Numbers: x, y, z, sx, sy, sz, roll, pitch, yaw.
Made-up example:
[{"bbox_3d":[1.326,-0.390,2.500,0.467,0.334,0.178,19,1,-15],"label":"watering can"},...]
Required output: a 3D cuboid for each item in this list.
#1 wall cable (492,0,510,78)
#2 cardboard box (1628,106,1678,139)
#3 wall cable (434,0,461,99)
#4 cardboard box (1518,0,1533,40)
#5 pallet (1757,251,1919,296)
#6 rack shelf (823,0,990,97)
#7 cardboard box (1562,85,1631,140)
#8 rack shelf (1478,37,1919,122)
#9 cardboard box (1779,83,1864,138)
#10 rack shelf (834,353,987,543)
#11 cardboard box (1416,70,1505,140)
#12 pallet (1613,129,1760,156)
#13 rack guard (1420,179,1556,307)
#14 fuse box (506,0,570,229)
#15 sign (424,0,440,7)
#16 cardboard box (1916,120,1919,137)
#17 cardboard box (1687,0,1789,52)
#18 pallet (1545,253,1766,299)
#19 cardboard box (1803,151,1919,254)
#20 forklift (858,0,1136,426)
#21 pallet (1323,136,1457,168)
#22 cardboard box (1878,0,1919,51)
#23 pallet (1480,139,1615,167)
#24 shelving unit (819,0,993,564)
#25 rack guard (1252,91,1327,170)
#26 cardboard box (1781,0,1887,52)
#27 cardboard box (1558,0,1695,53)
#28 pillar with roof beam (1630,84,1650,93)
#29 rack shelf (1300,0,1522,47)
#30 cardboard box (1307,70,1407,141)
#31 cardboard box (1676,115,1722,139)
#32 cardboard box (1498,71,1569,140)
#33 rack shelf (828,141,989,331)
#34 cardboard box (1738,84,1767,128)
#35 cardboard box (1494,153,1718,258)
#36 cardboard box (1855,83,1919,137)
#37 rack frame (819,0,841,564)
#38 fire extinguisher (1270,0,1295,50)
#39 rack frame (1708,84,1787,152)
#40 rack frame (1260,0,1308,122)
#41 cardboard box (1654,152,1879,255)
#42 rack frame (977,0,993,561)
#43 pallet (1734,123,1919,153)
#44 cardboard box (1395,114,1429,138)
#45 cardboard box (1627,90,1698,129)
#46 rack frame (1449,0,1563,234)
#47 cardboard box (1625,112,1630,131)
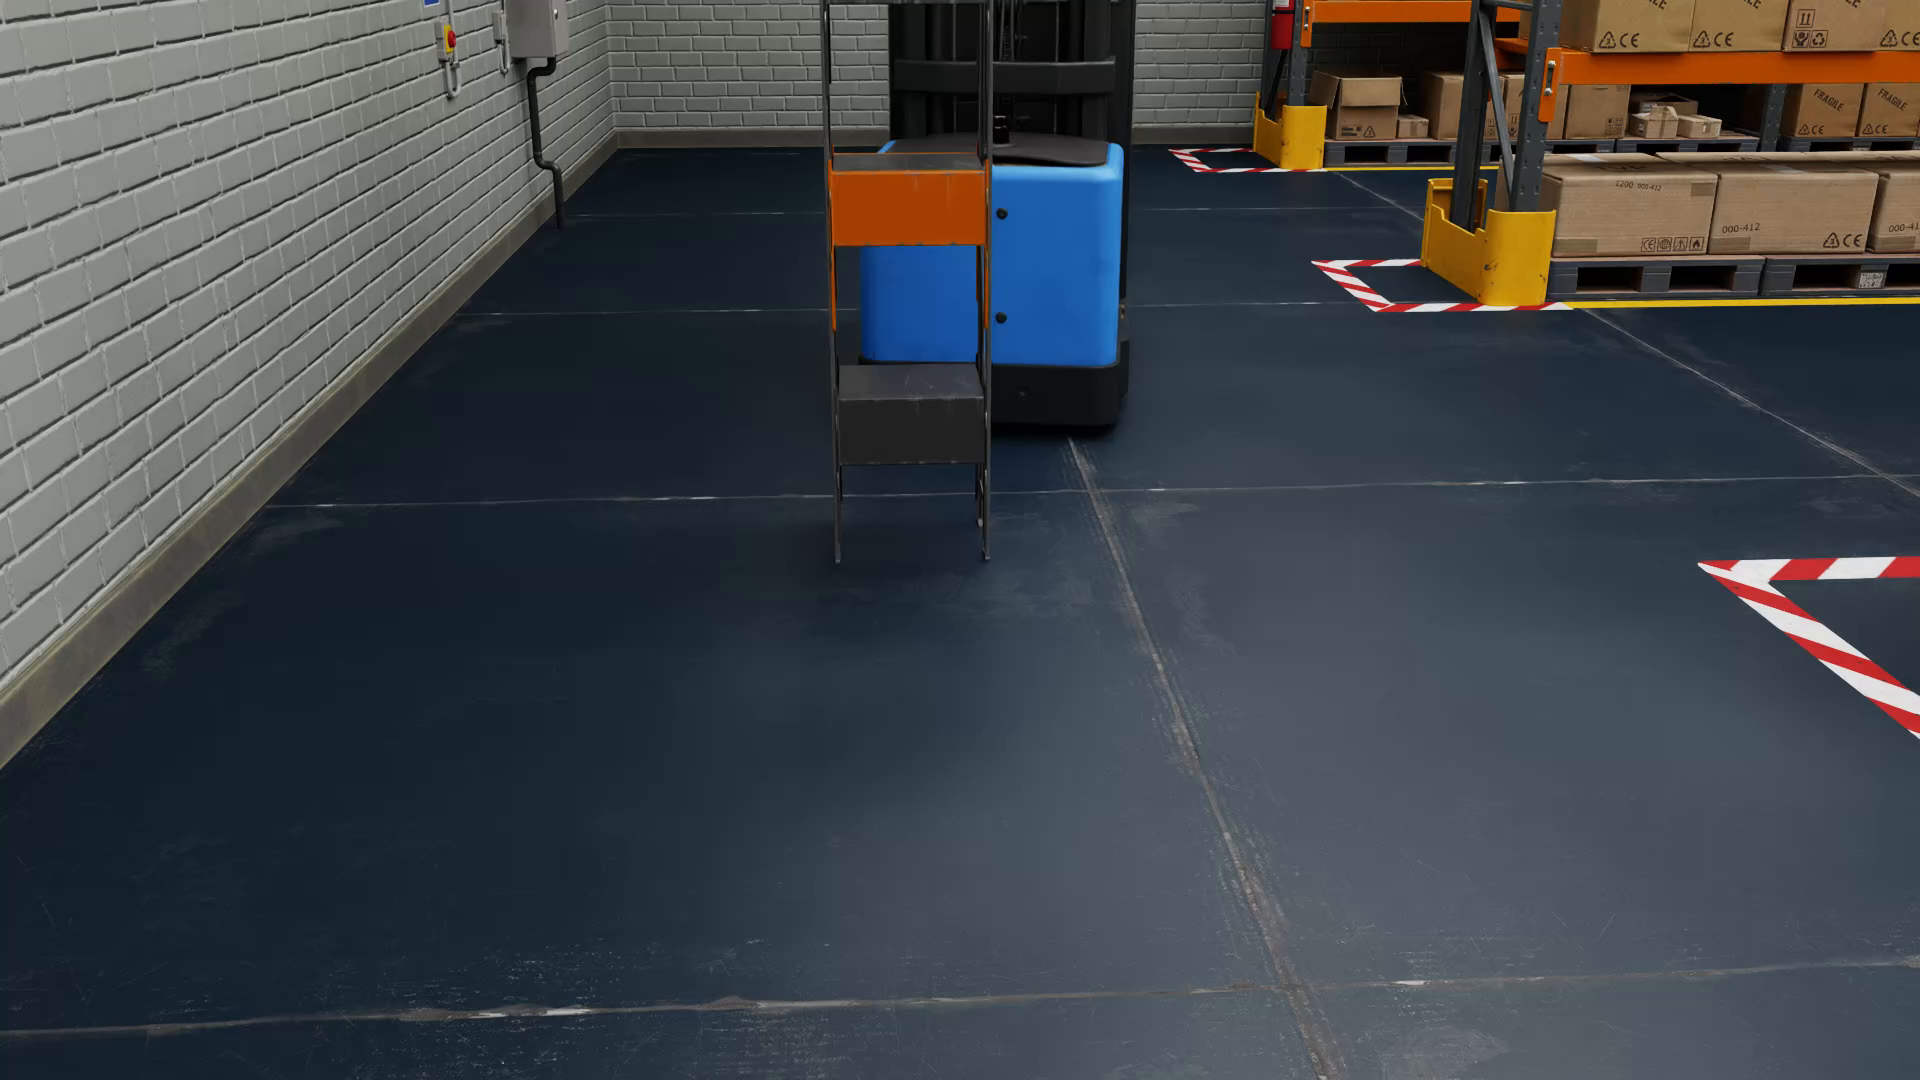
[{"bbox_3d":[-2.746,-3.718,9.742,0.122,1.984,0.588,-1,21,-3],"label":"wall cable"},{"bbox_3d":[5.786,-3.502,13.856,0.258,0.266,0.396,0,21,-1],"label":"cardboard box"},{"bbox_3d":[-2.653,-3.229,8.414,0.123,1.953,0.585,-1,21,-3],"label":"wall cable"},{"bbox_3d":[3.442,-3.013,9.177,0.500,0.500,0.500,-1,21,-3],"label":"cardboard box"},{"bbox_3d":[4.984,-1.627,9.597,1.213,0.211,1.003,-1,21,-3],"label":"pallet"},{"bbox_3d":[-0.165,-1.619,4.994,0.480,0.518,0.431,-1,21,-3],"label":"rack shelf"},{"bbox_3d":[5.196,-3.657,13.933,0.500,0.500,0.700,-2,21,-5],"label":"cardboard box"},{"bbox_3d":[4.972,-2.566,9.157,4.000,0.370,1.077,-1,21,-3],"label":"rack shelf"},{"bbox_3d":[7.177,-3.664,13.953,0.500,0.500,0.500,0,21,-1],"label":"cardboard box"},{"bbox_3d":[-0.165,-0.311,5.492,0.480,0.518,0.431,-1,21,-3],"label":"rack shelf"},{"bbox_3d":[4.160,-3.636,13.877,0.500,0.500,0.700,0,21,-1],"label":"cardboard box"},{"bbox_3d":[5.996,-3.390,14.227,1.213,0.211,1.003,-1,21,-3],"label":"pallet"},{"bbox_3d":[2.951,-1.693,9.366,0.348,0.500,1.175,-1,21,-3],"label":"rack guard"},{"bbox_3d":[-2.627,-2.886,10.797,0.414,1.711,0.539,-1,21,-3],"label":"fuse box"},{"bbox_3d":[-2.711,-2.847,8.504,0.001,0.218,0.327,-1,21,-3],"label":"sign"},{"bbox_3d":[8.207,-3.687,14.013,0.500,0.500,0.500,-2,21,-5],"label":"cardboard box"},{"bbox_3d":[3.974,-2.837,8.715,0.500,0.500,0.500,-1,21,-4],"label":"cardboard box"},{"bbox_3d":[3.769,-1.603,9.534,1.213,0.211,1.003,-1,21,-3],"label":"pallet"},{"bbox_3d":[5.442,-1.949,9.535,0.875,0.438,0.875,-2,21,-5],"label":"cardboard box"},{"bbox_3d":[0.253,-2.307,7.562,1.130,2.935,3.031,2,21,5],"label":"forklift"},{"bbox_3d":[3.560,-3.340,14.097,1.213,0.211,1.003,-1,21,-3],"label":"pallet"},{"bbox_3d":[4.982,-2.857,8.768,0.500,0.500,0.500,0,21,-1],"label":"cardboard box"},{"bbox_3d":[4.775,-3.364,14.160,1.213,0.211,1.003,-1,21,-3],"label":"pallet"},{"bbox_3d":[-0.165,-0.978,5.239,0.503,2.100,0.431,-1,21,-3],"label":"shelving unit"},{"bbox_3d":[2.764,-3.459,14.002,0.348,0.500,1.175,-1,21,-3],"label":"rack guard"},{"bbox_3d":[4.483,-2.841,8.726,0.500,0.500,0.500,-1,21,-3],"label":"cardboard box"},{"bbox_3d":[3.471,-2.817,8.662,0.500,0.500,0.500,-1,21,-3],"label":"cardboard box"},{"bbox_3d":[6.181,-6.287,9.487,0.400,9.000,9.100,-1,21,-3],"label":"pillar with roof beam"},{"bbox_3d":[4.685,-4.330,13.788,4.000,0.370,1.077,-1,21,-3],"label":"rack shelf"},{"bbox_3d":[3.304,-3.634,13.867,0.637,0.503,0.797,-2,21,-5],"label":"cardboard box"},{"bbox_3d":[6.142,-3.455,13.896,0.250,0.149,0.380,-2,21,-5],"label":"cardboard box"},{"bbox_3d":[4.693,-3.611,13.812,0.500,0.500,0.500,-1,21,-2],"label":"cardboard box"},{"bbox_3d":[-0.165,-0.965,5.243,0.480,0.518,0.431,-1,21,-3],"label":"rack shelf"},{"bbox_3d":[7.155,-3.850,14.439,0.500,0.500,0.500,-1,21,-3],"label":"cardboard box"},{"bbox_3d":[3.628,-1.910,9.432,0.875,0.438,0.875,-2,21,-5],"label":"cardboard box"},{"bbox_3d":[7.708,-3.679,13.991,0.500,0.500,0.500,-1,21,-4],"label":"cardboard box"},{"bbox_3d":[-0.409,-0.973,5.226,0.015,2.100,0.400,-1,21,-3],"label":"rack frame"},{"bbox_3d":[2.568,-4.248,13.195,0.183,0.674,0.296,-1,21,-3],"label":"fire extinguisher"},{"bbox_3d":[6.682,-4.706,13.767,0.127,3.000,1.000,-1,21,-3],"label":"rack frame"},{"bbox_3d":[2.688,-4.625,13.554,0.127,3.000,1.000,-1,21,-3],"label":"rack frame"},{"bbox_3d":[4.542,-1.931,9.489,0.875,0.438,0.875,-1,21,-2],"label":"cardboard box"},{"bbox_3d":[0.078,-0.983,5.252,0.015,2.100,0.400,-1,21,-3],"label":"rack frame"},{"bbox_3d":[7.492,-3.433,14.342,1.213,0.211,1.003,-1,21,-3],"label":"pallet"},{"bbox_3d":[3.731,-3.463,13.917,0.250,0.149,0.380,-2,21,-5],"label":"cardboard box"},{"bbox_3d":[6.009,-3.717,14.356,0.500,0.311,0.500,0,21,-1],"label":"cardboard box"},{"bbox_3d":[2.975,-2.862,8.923,0.127,3.000,1.000,-1,21,-3],"label":"rack frame"},{"bbox_3d":[5.576,-3.632,14.362,0.250,0.149,0.380,-1,21,-4],"label":"cardboard box"}]
